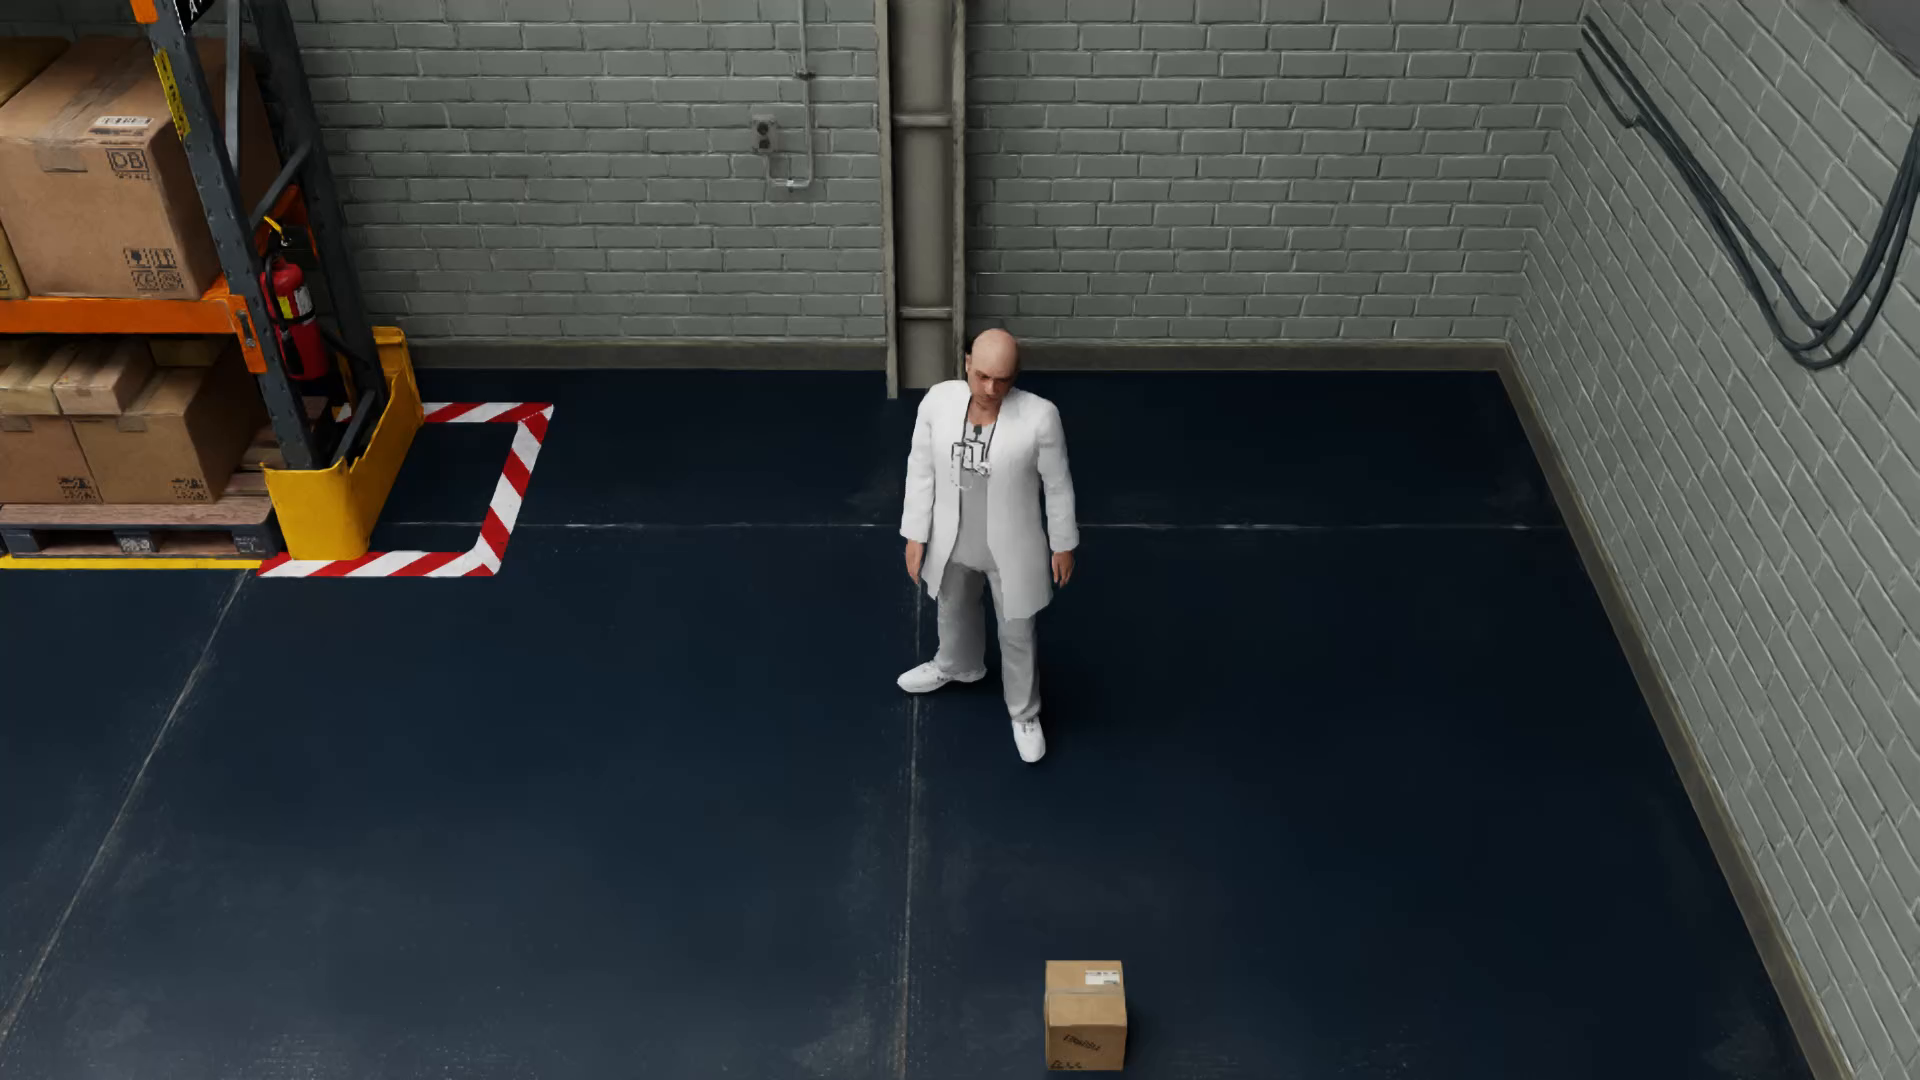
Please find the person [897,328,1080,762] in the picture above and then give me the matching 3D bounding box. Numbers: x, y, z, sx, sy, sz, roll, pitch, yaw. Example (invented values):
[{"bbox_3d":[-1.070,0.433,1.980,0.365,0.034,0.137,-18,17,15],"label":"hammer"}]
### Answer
[{"bbox_3d":[0.080,-0.006,6.147,0.717,1.782,0.440,15,41,17],"label":"person"}]
